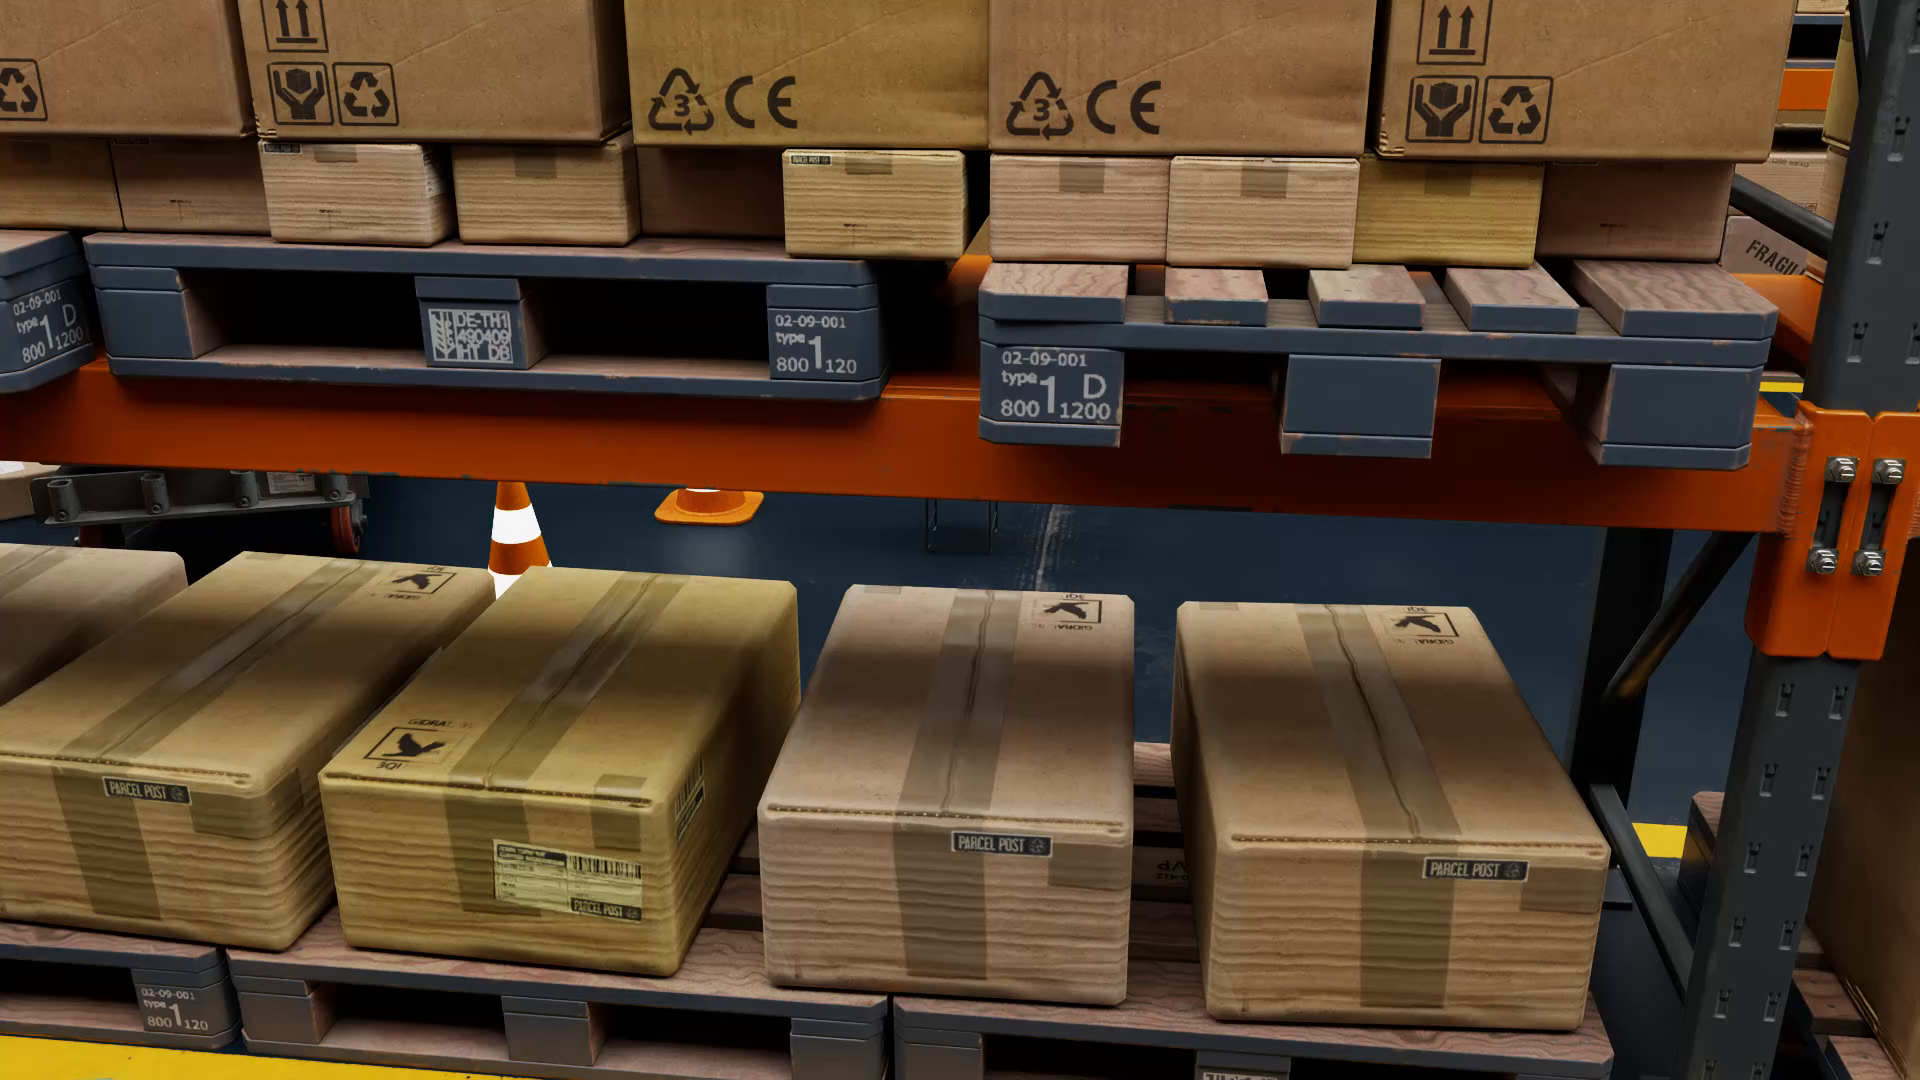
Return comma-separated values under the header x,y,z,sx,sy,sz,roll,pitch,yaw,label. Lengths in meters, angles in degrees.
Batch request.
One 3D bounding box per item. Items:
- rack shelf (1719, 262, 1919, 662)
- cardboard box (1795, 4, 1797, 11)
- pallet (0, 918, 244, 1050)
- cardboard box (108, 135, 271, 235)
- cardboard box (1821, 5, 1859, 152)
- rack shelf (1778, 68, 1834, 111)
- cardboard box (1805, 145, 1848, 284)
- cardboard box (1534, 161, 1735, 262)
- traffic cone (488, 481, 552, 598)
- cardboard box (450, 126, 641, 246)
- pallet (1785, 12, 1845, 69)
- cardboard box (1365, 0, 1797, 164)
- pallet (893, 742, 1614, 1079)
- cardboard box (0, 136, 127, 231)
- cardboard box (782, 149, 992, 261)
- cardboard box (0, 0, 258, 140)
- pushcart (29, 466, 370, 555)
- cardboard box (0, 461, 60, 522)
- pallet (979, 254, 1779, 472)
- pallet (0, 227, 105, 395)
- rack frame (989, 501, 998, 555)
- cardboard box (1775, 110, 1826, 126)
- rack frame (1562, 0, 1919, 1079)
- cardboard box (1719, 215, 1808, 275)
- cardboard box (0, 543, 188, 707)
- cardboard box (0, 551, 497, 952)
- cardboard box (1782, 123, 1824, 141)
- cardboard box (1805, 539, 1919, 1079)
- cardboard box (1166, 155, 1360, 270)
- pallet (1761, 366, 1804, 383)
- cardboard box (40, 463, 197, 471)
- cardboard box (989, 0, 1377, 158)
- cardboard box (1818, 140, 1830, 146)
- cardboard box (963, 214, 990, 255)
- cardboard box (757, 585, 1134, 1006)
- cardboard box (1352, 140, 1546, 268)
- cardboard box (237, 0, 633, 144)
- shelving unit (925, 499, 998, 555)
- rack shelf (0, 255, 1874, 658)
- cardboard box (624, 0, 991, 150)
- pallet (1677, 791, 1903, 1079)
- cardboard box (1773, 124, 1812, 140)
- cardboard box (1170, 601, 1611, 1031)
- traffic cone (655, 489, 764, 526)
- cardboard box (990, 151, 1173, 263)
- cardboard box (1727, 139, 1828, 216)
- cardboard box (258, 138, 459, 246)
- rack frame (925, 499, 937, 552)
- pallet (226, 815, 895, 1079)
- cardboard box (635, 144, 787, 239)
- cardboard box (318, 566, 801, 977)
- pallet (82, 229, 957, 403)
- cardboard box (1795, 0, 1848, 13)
x,y,z,sx,sy,sz,roll,pitch,yaw,label
3.297,-0.101,2.594,4.000,0.370,1.077,2,22,6,rack shelf
3.281,-2.274,6.883,0.250,0.149,0.380,3,22,8,cardboard box
-1.888,0.635,3.547,1.213,0.211,1.003,2,22,6,pallet
-1.116,-0.598,2.643,0.250,0.149,0.380,3,22,7,cardboard box
1.822,-0.756,2.797,0.500,0.250,0.500,2,22,6,cardboard box
3.779,-1.912,7.176,4.000,0.370,1.077,2,22,6,rack shelf
1.844,-0.525,2.892,0.500,0.250,0.500,2,22,4,cardboard box
0.958,-0.529,2.468,0.250,0.149,0.380,3,22,8,cardboard box
-1.265,0.027,4.741,0.334,0.463,0.336,2,22,6,traffic cone
-0.590,-0.567,2.564,0.250,0.149,0.380,2,22,5,cardboard box
3.764,-2.174,7.119,1.213,0.211,1.003,2,22,6,pallet
0.827,-0.820,2.323,0.500,0.500,0.500,2,22,5,cardboard box
0.535,0.740,3.280,1.213,0.211,1.003,2,22,6,pallet
-1.362,-0.609,2.672,0.250,0.149,0.380,3,22,7,cardboard box
-0.096,-0.529,2.469,0.250,0.149,0.380,3,22,7,cardboard box
-1.242,-0.902,2.530,0.500,0.500,0.500,2,22,6,cardboard box
-2.442,-0.310,5.711,0.936,0.377,1.648,-5,22,-12,pushcart
-3.218,-0.242,5.692,0.396,0.266,0.258,-14,25,-31,cardboard box
0.591,-0.425,2.695,1.003,0.211,1.213,2,22,6,pallet
-1.919,-0.520,2.935,1.213,0.211,1.003,2,22,6,pallet
0.109,-0.414,5.262,0.006,0.900,0.240,2,22,6,rack frame
5.812,-3.195,11.759,0.875,0.875,1.225,3,22,6,cardboard box
1.311,-0.522,2.680,0.127,3.000,1.000,2,22,6,rack frame
3.476,-1.202,7.228,0.500,0.500,0.500,2,22,5,cardboard box
-2.140,0.354,3.469,0.625,0.372,0.950,3,22,7,cardboard box
-1.426,0.383,3.393,0.625,0.372,0.950,4,22,10,cardboard box
4.028,-1.716,7.510,0.500,0.250,0.500,3,22,8,cardboard box
1.987,0.331,2.841,0.875,0.875,0.875,2,22,6,cardboard box
0.428,-0.508,2.416,0.250,0.149,0.380,2,22,6,cardboard box
3.777,-0.949,7.553,1.213,0.211,1.003,2,22,6,pallet
-2.481,-0.536,5.085,0.500,0.500,0.500,2,22,6,cardboard box
0.312,-0.839,2.369,0.500,0.500,0.500,2,22,5,cardboard box
3.961,-1.527,7.031,0.500,0.250,0.500,2,22,4,cardboard box
0.331,-1.578,7.841,0.750,0.750,1.050,3,22,7,cardboard box
0.017,0.448,3.230,0.625,0.372,0.950,2,22,5,cardboard box
0.683,-0.514,2.430,0.250,0.149,0.380,3,22,7,cardboard box
-0.731,-0.884,2.484,0.500,0.500,0.500,2,22,4,cardboard box
0.008,-0.418,5.273,0.210,0.900,0.258,2,22,6,shelving unit
-0.675,-0.274,3.031,4.000,0.370,1.077,2,22,6,rack shelf
-0.189,-0.860,2.423,0.500,0.500,0.500,1,22,3,cardboard box
2.085,0.836,3.037,1.213,0.211,1.003,2,22,6,pallet
3.509,-1.736,7.559,0.500,0.250,0.500,3,22,8,cardboard box
0.751,0.477,3.157,0.625,0.372,0.950,1,22,3,cardboard box
-0.859,-0.325,5.633,0.334,0.463,0.336,2,22,6,traffic cone
0.179,-0.522,2.451,0.250,0.149,0.380,1,22,4,cardboard box
3.443,-1.549,7.087,0.500,0.250,0.500,3,22,7,cardboard box
-0.858,-0.568,2.566,0.250,0.149,0.380,3,22,8,cardboard box
-0.093,-0.423,5.285,0.006,0.900,0.240,2,22,6,rack frame
-0.673,0.687,3.416,1.213,0.211,1.003,2,22,6,pallet
-0.331,-0.586,2.612,0.250,0.149,0.380,3,22,7,cardboard box
-0.735,0.413,3.319,0.625,0.372,0.950,3,22,8,cardboard box
-0.660,-0.503,2.894,1.213,0.211,1.003,2,22,6,pallet
3.531,-2.262,6.853,0.250,0.149,0.380,3,22,7,cardboard box
